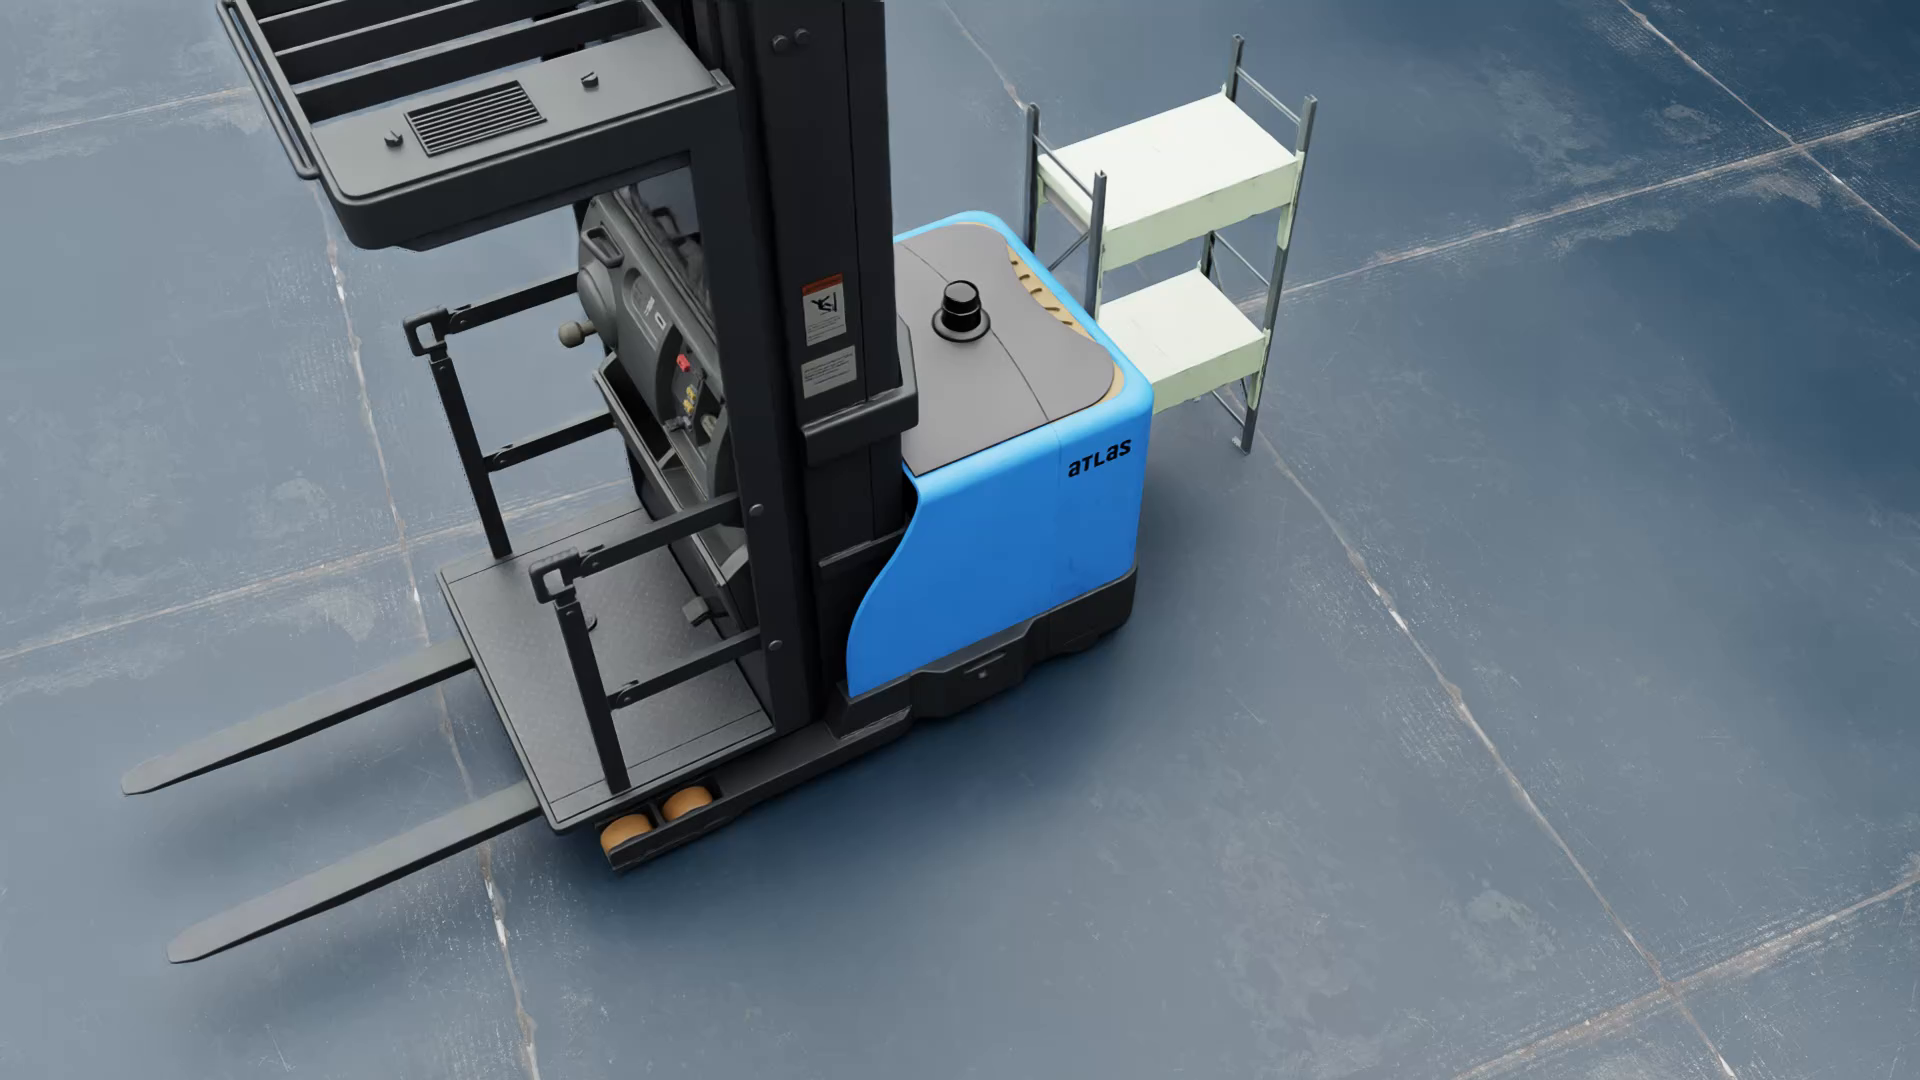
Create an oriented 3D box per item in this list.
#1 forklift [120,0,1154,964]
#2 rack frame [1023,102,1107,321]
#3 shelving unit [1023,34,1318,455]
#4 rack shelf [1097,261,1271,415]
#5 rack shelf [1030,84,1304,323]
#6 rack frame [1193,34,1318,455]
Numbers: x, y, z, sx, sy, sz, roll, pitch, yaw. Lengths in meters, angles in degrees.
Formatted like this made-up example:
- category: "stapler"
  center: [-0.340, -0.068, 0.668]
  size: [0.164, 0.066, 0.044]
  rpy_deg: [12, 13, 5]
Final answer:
- category: "forklift"
  center: [-0.970, -0.452, 4.206]
  size: [3.031, 2.935, 1.130]
  rpy_deg: [-23, 53, -19]
- category: "rack frame"
  center: [0.305, -0.658, 5.327]
  size: [0.023, 1.500, 0.400]
  rpy_deg: [-23, 53, -19]
- category: "shelving unit"
  center: [0.624, -0.794, 5.444]
  size: [0.755, 1.500, 0.431]
  rpy_deg: [-23, 53, -19]
- category: "rack shelf"
  center: [0.624, -0.582, 5.691]
  size: [0.720, 0.370, 0.431]
  rpy_deg: [-23, 53, -19]
- category: "rack shelf"
  center: [0.624, -1.049, 5.148]
  size: [0.720, 0.370, 0.431]
  rpy_deg: [-23, 53, -19]
- category: "rack frame"
  center: [0.943, -0.930, 5.560]
  size: [0.023, 1.500, 0.400]
  rpy_deg: [-23, 53, -19]
